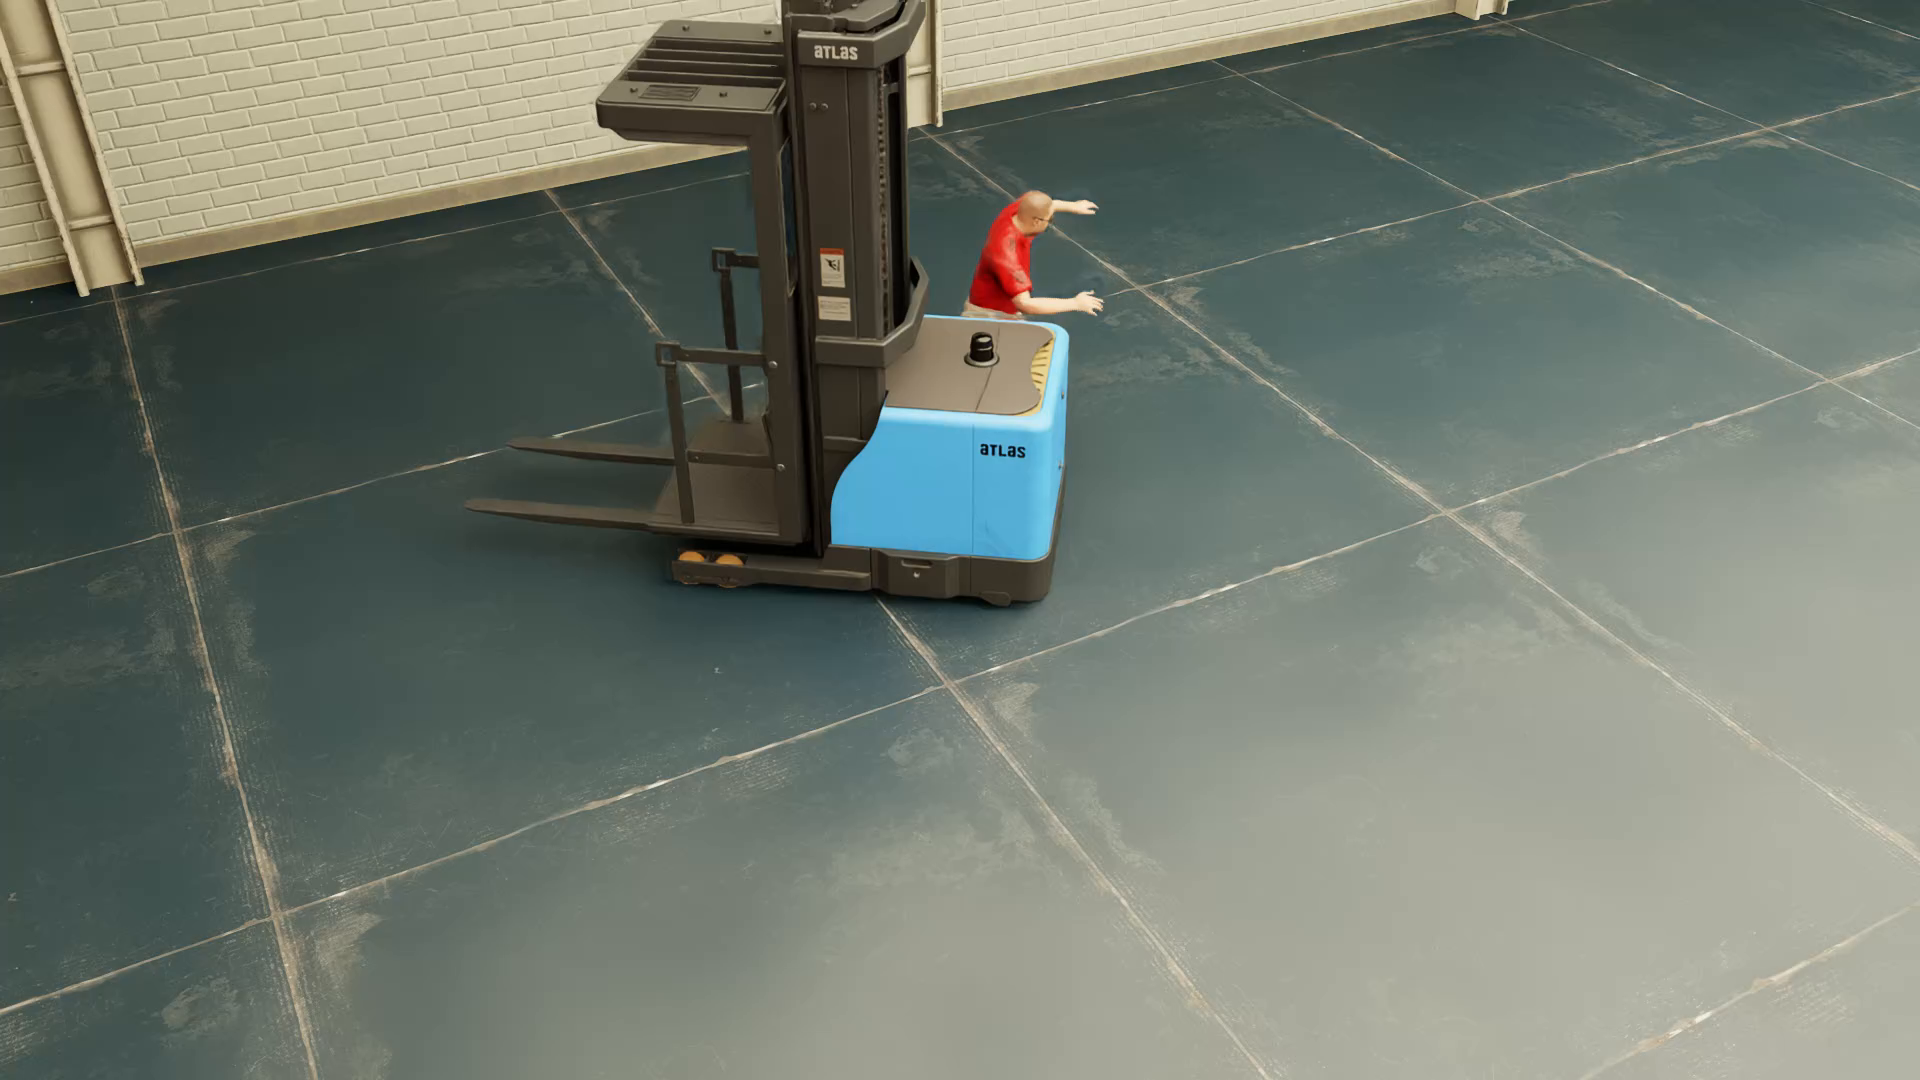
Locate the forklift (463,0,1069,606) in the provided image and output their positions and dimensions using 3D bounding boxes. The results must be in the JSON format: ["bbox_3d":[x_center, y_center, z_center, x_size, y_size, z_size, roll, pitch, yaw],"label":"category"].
[{"bbox_3d":[-1.001,-1.252,7.895,3.031,2.935,1.130,5,36,7],"label":"forklift"}]

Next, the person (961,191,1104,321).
[{"bbox_3d":[0.384,-1.185,9.080,0.791,1.469,1.567,4,35,5],"label":"person"}]
